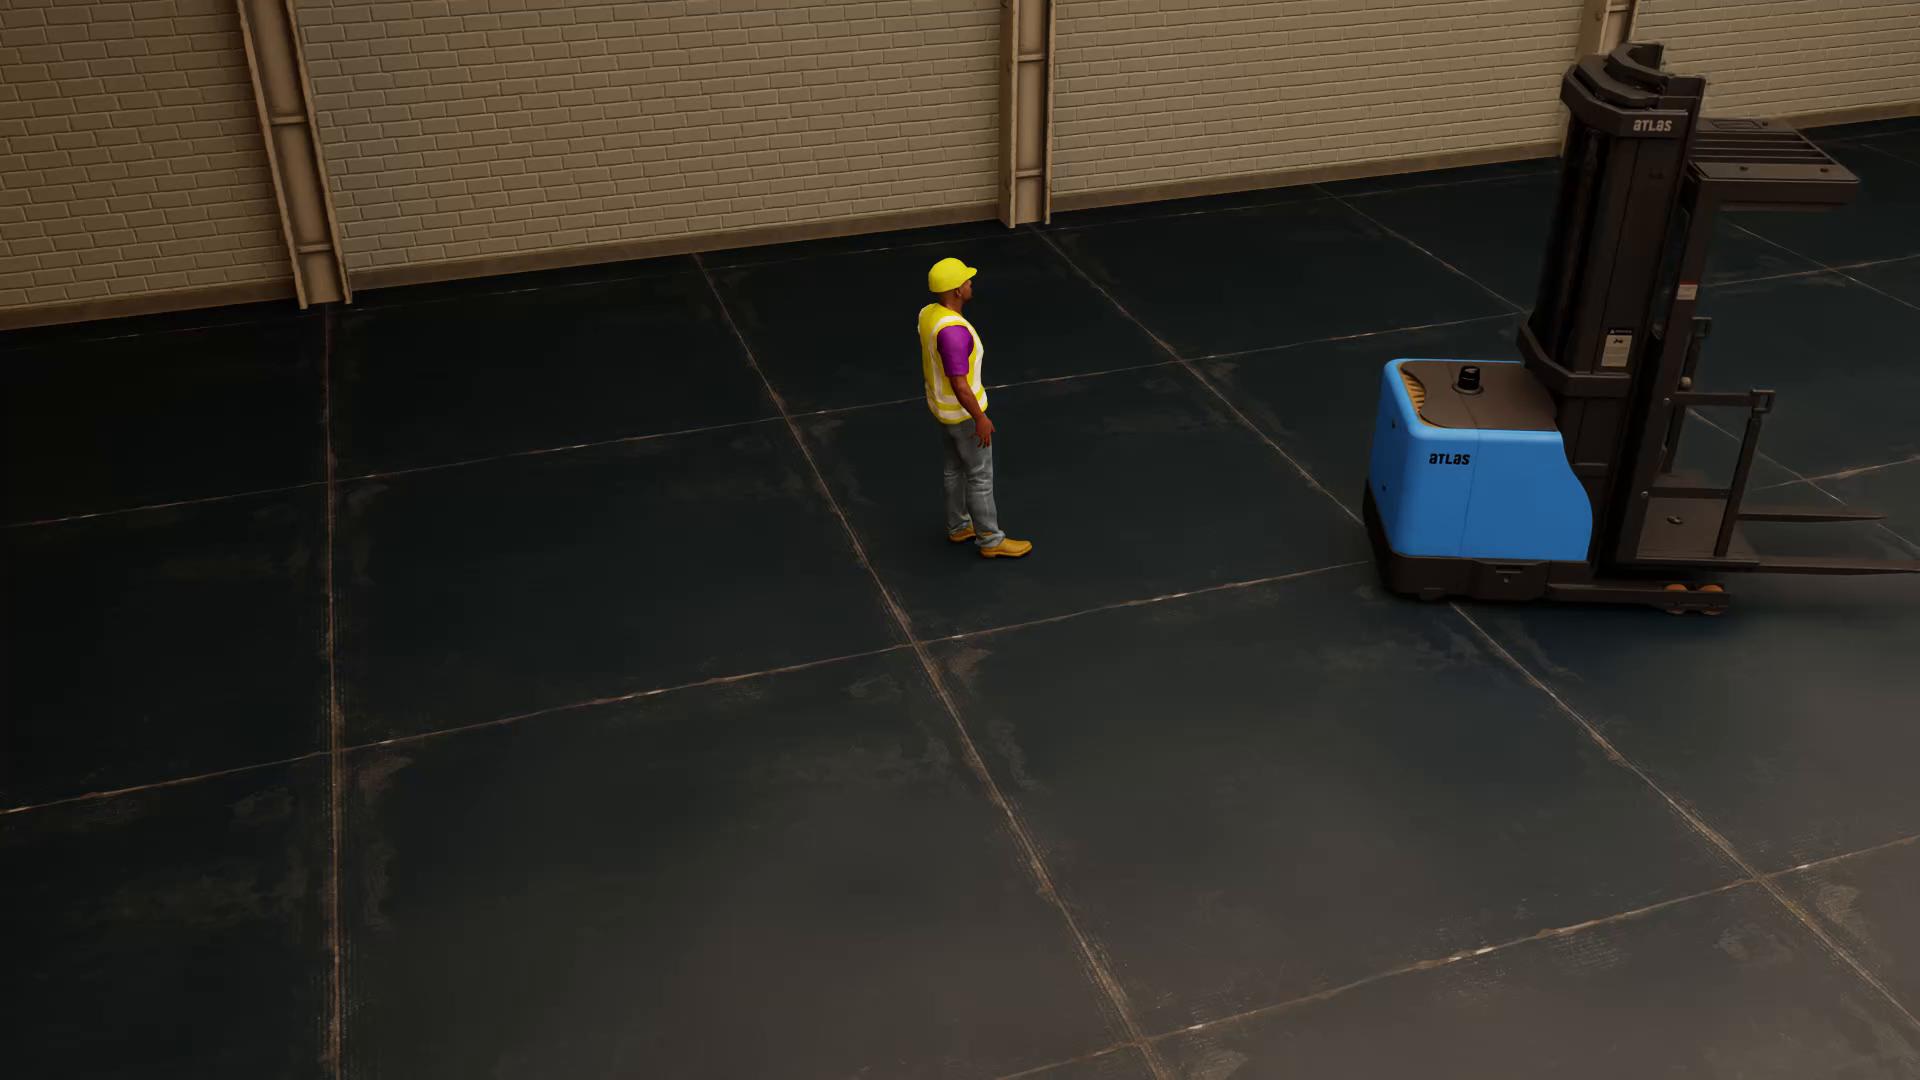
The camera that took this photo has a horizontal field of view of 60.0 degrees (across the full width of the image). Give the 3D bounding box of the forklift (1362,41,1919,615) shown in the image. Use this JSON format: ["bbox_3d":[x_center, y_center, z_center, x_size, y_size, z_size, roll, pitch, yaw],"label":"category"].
[{"bbox_3d":[3.947,-1.125,9.042,3.031,2.935,1.130,2,30,3],"label":"forklift"}]

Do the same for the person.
[{"bbox_3d":[0.068,-0.780,9.596,0.577,1.765,0.665,-10,31,-16],"label":"person"}]
